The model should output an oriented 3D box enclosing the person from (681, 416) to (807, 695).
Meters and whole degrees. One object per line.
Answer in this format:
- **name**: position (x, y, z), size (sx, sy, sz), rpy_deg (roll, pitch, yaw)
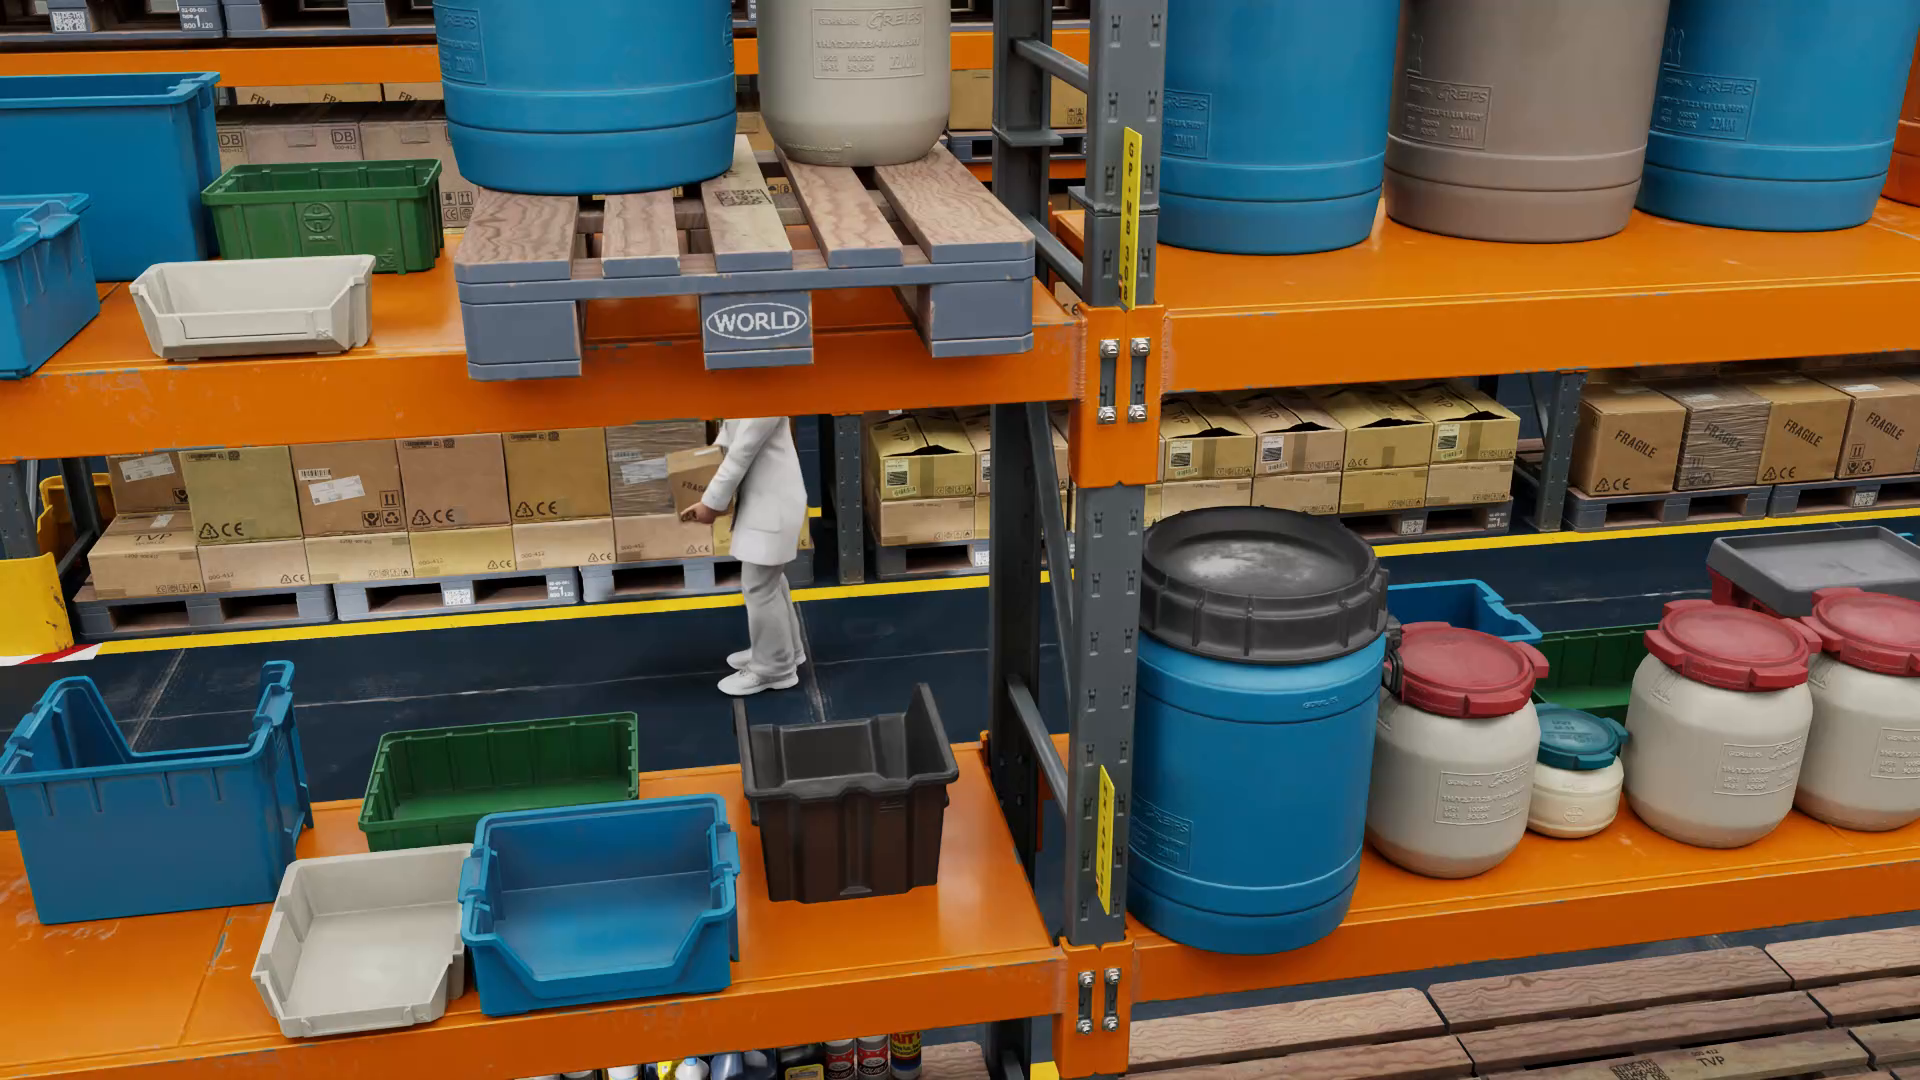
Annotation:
- **person**: position (-0.977, -0.161, 7.502), size (0.569, 1.780, 0.528), rpy_deg (-4, 23, -10)
